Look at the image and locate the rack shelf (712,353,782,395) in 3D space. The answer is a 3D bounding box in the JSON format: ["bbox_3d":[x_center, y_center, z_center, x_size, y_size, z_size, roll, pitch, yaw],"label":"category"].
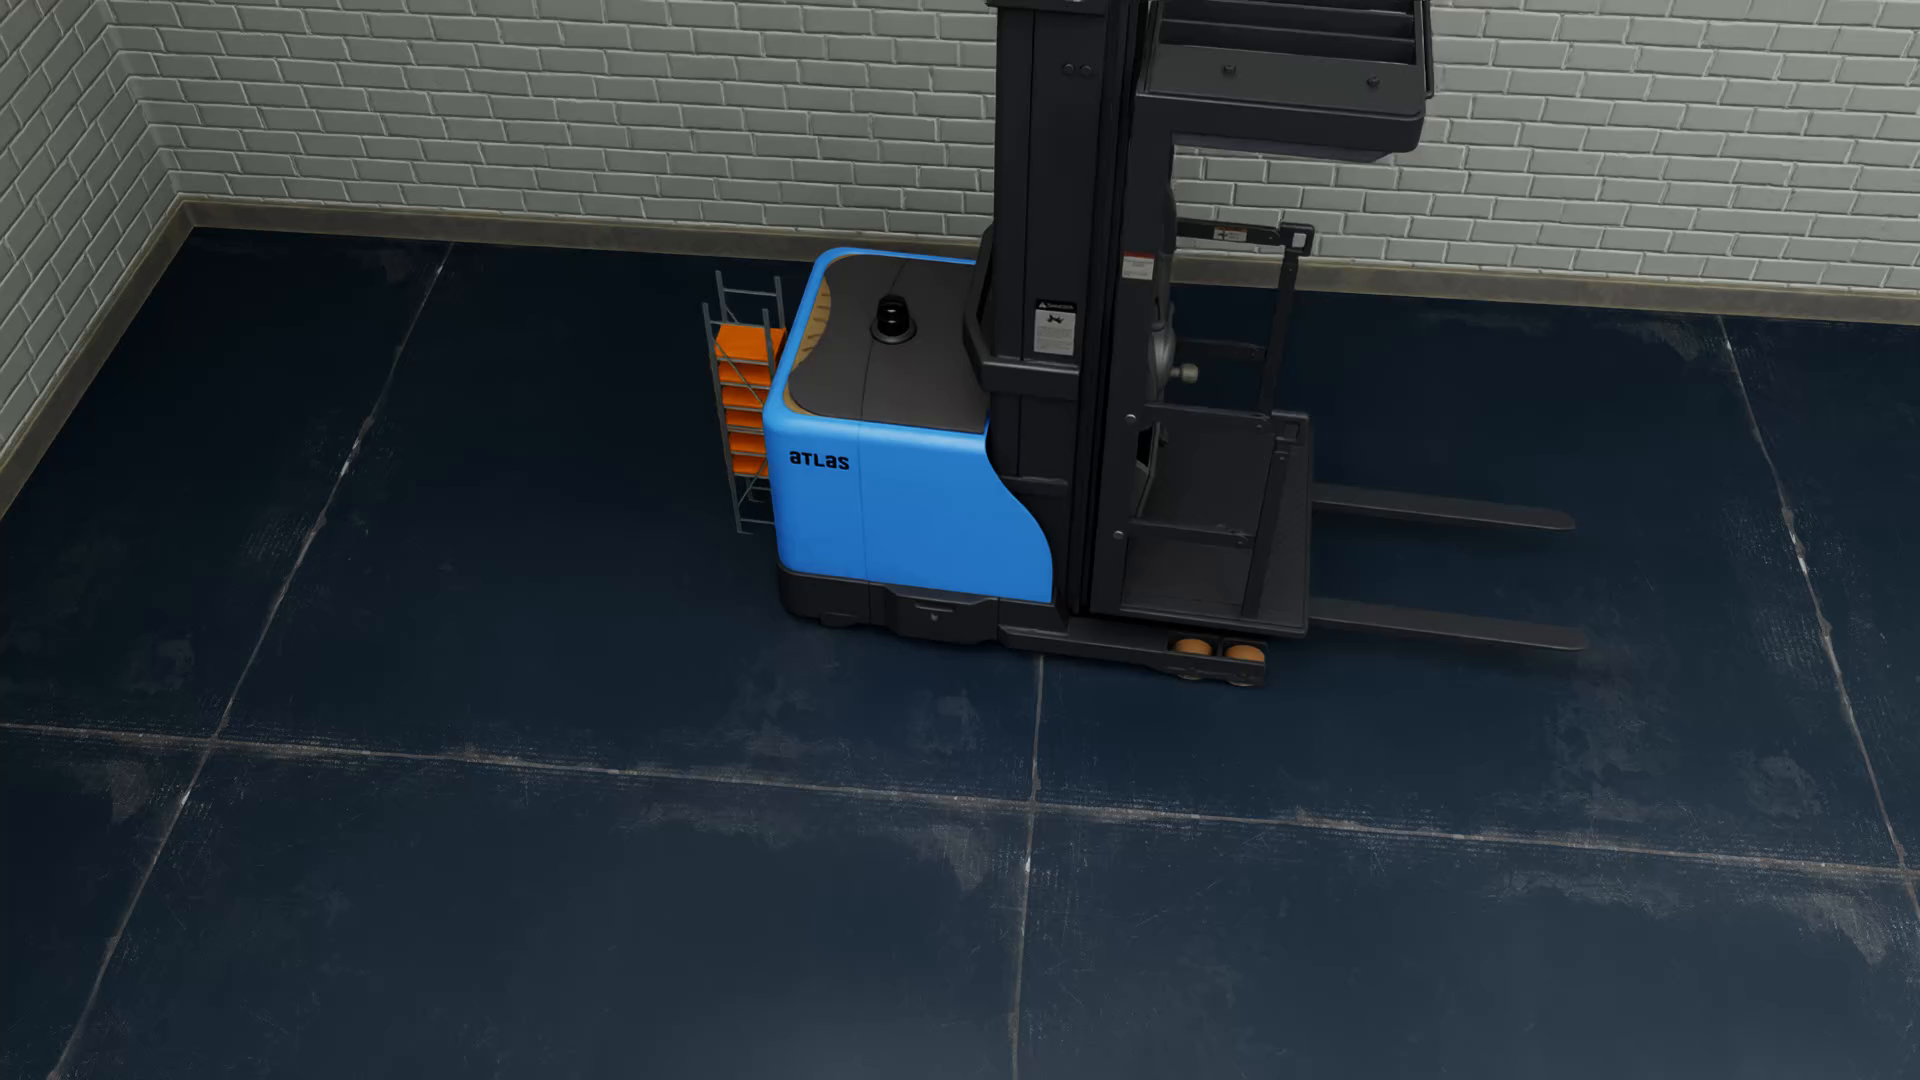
[{"bbox_3d":[-0.779,-0.621,6.238,0.258,0.103,0.180,7,48,7],"label":"rack shelf"}]

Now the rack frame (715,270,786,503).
[{"bbox_3d":[-0.763,-0.555,6.443,0.240,1.200,0.006,7,48,7],"label":"rack frame"}]

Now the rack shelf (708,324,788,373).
[{"bbox_3d":[-0.780,-0.702,6.150,0.258,0.103,0.180,7,48,7],"label":"rack shelf"}]

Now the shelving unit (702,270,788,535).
[{"bbox_3d":[-0.778,-0.489,6.382,0.258,1.200,0.189,7,48,7],"label":"shelving unit"}]

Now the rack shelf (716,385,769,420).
[{"bbox_3d":[-0.778,-0.540,6.327,0.258,0.103,0.180,7,48,7],"label":"rack shelf"}]

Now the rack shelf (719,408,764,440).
[{"bbox_3d":[-0.777,-0.458,6.415,0.258,0.103,0.180,7,48,7],"label":"rack shelf"}]

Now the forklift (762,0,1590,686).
[{"bbox_3d":[0.864,-0.865,5.555,3.031,2.935,1.130,7,48,6],"label":"forklift"}]

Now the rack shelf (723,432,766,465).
[{"bbox_3d":[-0.776,-0.377,6.504,0.258,0.103,0.180,7,48,7],"label":"rack shelf"}]

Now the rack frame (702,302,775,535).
[{"bbox_3d":[-0.792,-0.422,6.321,0.240,1.200,0.006,7,48,7],"label":"rack frame"}]

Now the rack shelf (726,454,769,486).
[{"bbox_3d":[-0.776,-0.296,6.592,0.258,0.103,0.180,7,48,7],"label":"rack shelf"}]
